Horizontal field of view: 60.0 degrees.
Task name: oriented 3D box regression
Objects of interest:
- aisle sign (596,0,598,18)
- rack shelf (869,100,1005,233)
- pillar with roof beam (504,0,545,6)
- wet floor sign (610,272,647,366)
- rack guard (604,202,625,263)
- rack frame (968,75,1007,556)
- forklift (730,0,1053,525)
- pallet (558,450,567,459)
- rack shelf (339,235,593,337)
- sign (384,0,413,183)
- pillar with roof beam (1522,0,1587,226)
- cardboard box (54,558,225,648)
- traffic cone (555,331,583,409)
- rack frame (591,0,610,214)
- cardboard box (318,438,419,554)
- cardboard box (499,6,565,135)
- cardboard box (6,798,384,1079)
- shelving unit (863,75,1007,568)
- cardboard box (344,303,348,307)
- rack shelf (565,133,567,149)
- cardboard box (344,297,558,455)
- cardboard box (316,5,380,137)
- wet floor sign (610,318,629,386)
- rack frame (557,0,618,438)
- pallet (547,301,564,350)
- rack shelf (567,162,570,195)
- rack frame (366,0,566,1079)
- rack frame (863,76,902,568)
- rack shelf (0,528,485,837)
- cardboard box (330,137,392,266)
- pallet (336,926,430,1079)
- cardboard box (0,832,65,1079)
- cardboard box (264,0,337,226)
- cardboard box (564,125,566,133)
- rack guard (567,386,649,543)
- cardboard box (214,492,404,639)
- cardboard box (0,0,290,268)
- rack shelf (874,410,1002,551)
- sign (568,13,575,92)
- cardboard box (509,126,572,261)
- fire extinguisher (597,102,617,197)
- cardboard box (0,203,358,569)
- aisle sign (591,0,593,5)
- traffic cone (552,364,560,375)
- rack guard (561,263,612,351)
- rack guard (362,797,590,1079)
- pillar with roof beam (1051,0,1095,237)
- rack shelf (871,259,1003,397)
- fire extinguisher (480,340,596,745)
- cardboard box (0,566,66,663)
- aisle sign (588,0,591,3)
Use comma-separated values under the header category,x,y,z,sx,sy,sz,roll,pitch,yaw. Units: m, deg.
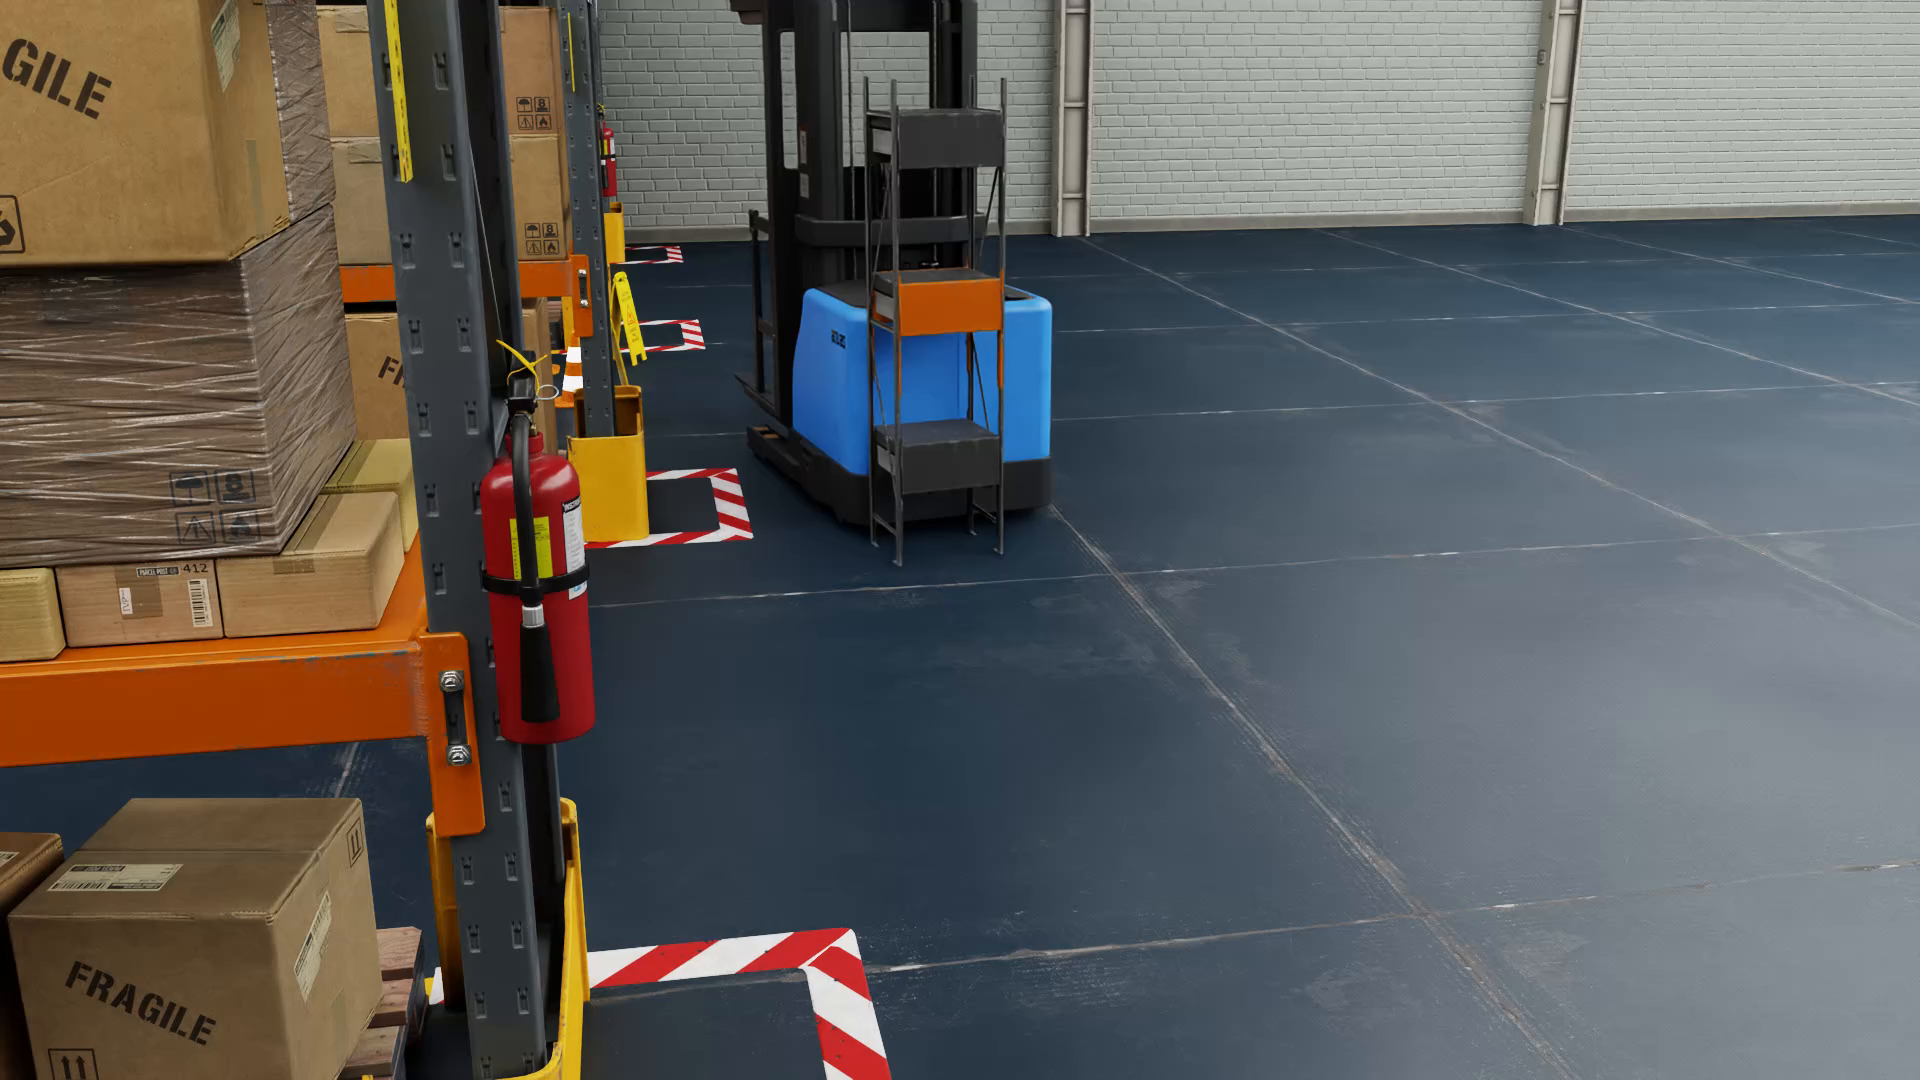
category,x,y,z,sx,sy,sz,roll,pitch,yaw
aisle sign,-3.629,-5.607,16.530,0.004,0.787,0.394,-3,17,-10
rack shelf,-0.111,-1.616,7.160,0.480,0.518,0.431,-7,18,-20
pillar with roof beam,-3.787,-6.293,12.974,0.400,9.000,9.100,-3,17,-10
wet floor sign,-2.414,-1.591,11.893,0.232,0.644,0.267,3,17,9
rack guard,-3.726,-3.252,17.547,0.348,0.500,1.175,-3,17,-10
rack frame,0.116,-0.986,7.447,0.015,2.100,0.400,-7,18,-20
forklift,-0.555,-1.862,8.881,1.130,2.935,3.031,-7,18,-20
pallet,-2.536,-0.193,8.081,1.213,0.211,1.003,-3,17,-10
rack shelf,-3.729,-1.138,7.633,4.000,0.370,1.077,-3,17,-10
sign,-0.838,-0.701,2.475,0.005,0.325,0.100,-3,17,-10
pillar with roof beam,7.995,-6.961,15.150,0.400,9.000,9.100,-3,17,-10
cardboard box,-1.410,0.052,2.963,0.250,0.149,0.380,-3,17,-10
traffic cone,-2.437,-1.105,10.621,0.334,0.463,0.336,-3,17,-10
rack frame,-3.749,-4.445,17.175,0.127,3.000,1.000,-3,17,-10
cardboard box,-1.249,-0.090,3.425,0.250,0.149,0.380,-3,17,-10
cardboard box,-2.137,-2.171,7.678,0.550,0.550,0.875,-3,17,-10
cardboard box,-1.540,0.867,3.424,0.500,0.500,0.500,0,17,0
shelving unit,-0.111,-0.960,7.362,0.503,2.100,0.431,-7,18,-20
cardboard box,-3.282,-0.672,7.793,0.875,0.875,0.875,-4,17,-11
rack shelf,-5.713,-3.990,16.918,4.000,0.370,1.077,-3,17,-10
cardboard box,-2.419,-0.721,7.955,0.875,0.875,0.875,-3,17,-10
cardboard box,-2.660,-2.114,7.492,0.550,0.550,0.875,-3,17,-10
wet floor sign,-2.113,-1.040,10.099,0.232,0.644,0.267,-6,18,-20
rack frame,-1.766,-1.593,7.890,0.127,3.000,1.000,-3,17,-10
pallet,-3.683,-1.642,12.799,1.213,0.211,1.003,-3,17,-10
rack shelf,-4.768,-2.559,12.260,4.000,0.370,1.077,-3,17,-10
rack frame,-0.924,-0.158,3.216,0.127,3.000,1.000,-3,17,-10
rack frame,-0.338,-0.934,7.277,0.015,2.100,0.400,-7,18,-20
rack shelf,-2.888,0.298,2.959,4.000,0.370,1.077,-3,17,-10
cardboard box,-2.657,-1.594,7.638,0.550,0.550,0.875,-3,17,-10
pallet,-1.803,1.215,3.497,1.213,0.211,1.003,-3,17,-10
cardboard box,-2.121,0.910,3.283,0.500,0.500,0.500,1,17,4
cardboard box,-1.516,-0.873,3.167,0.500,0.500,0.500,-3,17,-10
cardboard box,-4.182,-4.390,16.825,0.500,0.500,0.500,-4,17,-12
rack guard,-1.742,-0.399,8.261,0.348,0.500,1.175,-3,17,-10
cardboard box,-1.165,0.038,3.007,0.250,0.149,0.380,-3,17,-10
cardboard box,-1.417,-0.724,2.679,0.500,0.500,0.500,-3,17,-10
rack shelf,-0.111,-0.278,7.571,0.480,0.518,0.431,-7,18,-20
sign,-1.676,-2.103,7.173,0.005,0.325,0.100,-3,17,-10
cardboard box,-2.121,-1.631,7.758,0.550,0.550,0.875,-3,17,-10
fire extinguisher,-2.604,-2.851,12.117,0.183,0.674,0.296,-3,17,-10
cardboard box,-1.469,-0.325,3.084,0.500,0.500,0.875,-3,17,-10
aisle sign,-1.753,-2.926,7.802,0.004,0.787,0.394,-3,17,-10
traffic cone,-2.981,-1.406,11.601,0.334,0.463,0.336,-3,17,-10
rack guard,-2.878,-1.815,12.870,0.348,0.500,1.175,-3,17,-10
rack guard,-0.998,1.042,3.569,0.348,0.500,1.175,-3,17,-10
pillar with roof beam,2.104,-6.627,14.062,0.400,9.000,9.100,-3,17,-10
rack shelf,-0.111,-0.947,7.366,0.480,0.518,0.431,-7,18,-20
fire extinguisher,-0.724,0.006,2.816,0.183,0.674,0.296,-3,17,-10
cardboard box,-1.646,0.080,2.869,0.250,0.149,0.380,-3,17,-10
aisle sign,-1.639,-2.753,7.239,0.004,0.787,0.394,-3,17,-10
